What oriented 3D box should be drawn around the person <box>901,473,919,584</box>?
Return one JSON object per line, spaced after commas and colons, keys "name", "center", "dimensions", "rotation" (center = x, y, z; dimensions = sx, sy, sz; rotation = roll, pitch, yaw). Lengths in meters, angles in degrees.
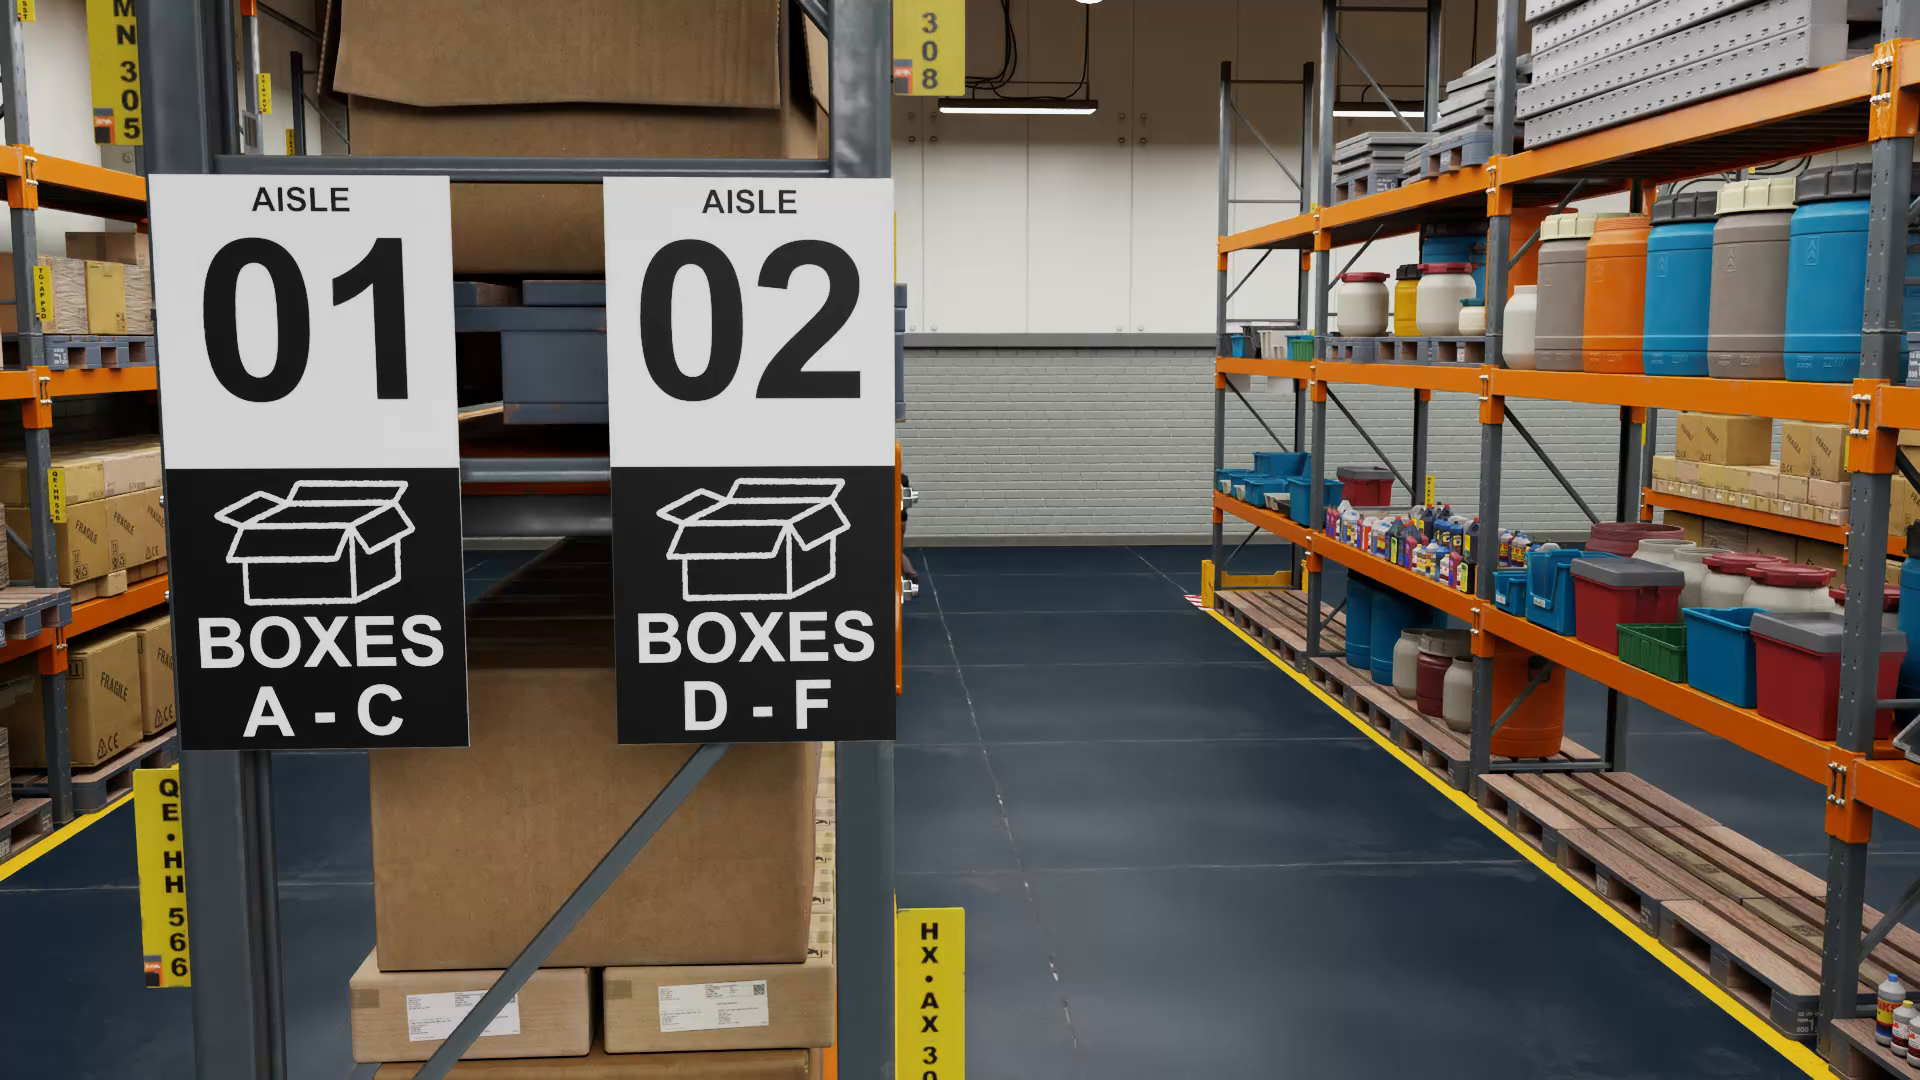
{"name": "person", "center": [-0.868, -0.195, 19.597], "dimensions": [0.922, 1.679, 0.593], "rotation": [5, 9, 37]}
